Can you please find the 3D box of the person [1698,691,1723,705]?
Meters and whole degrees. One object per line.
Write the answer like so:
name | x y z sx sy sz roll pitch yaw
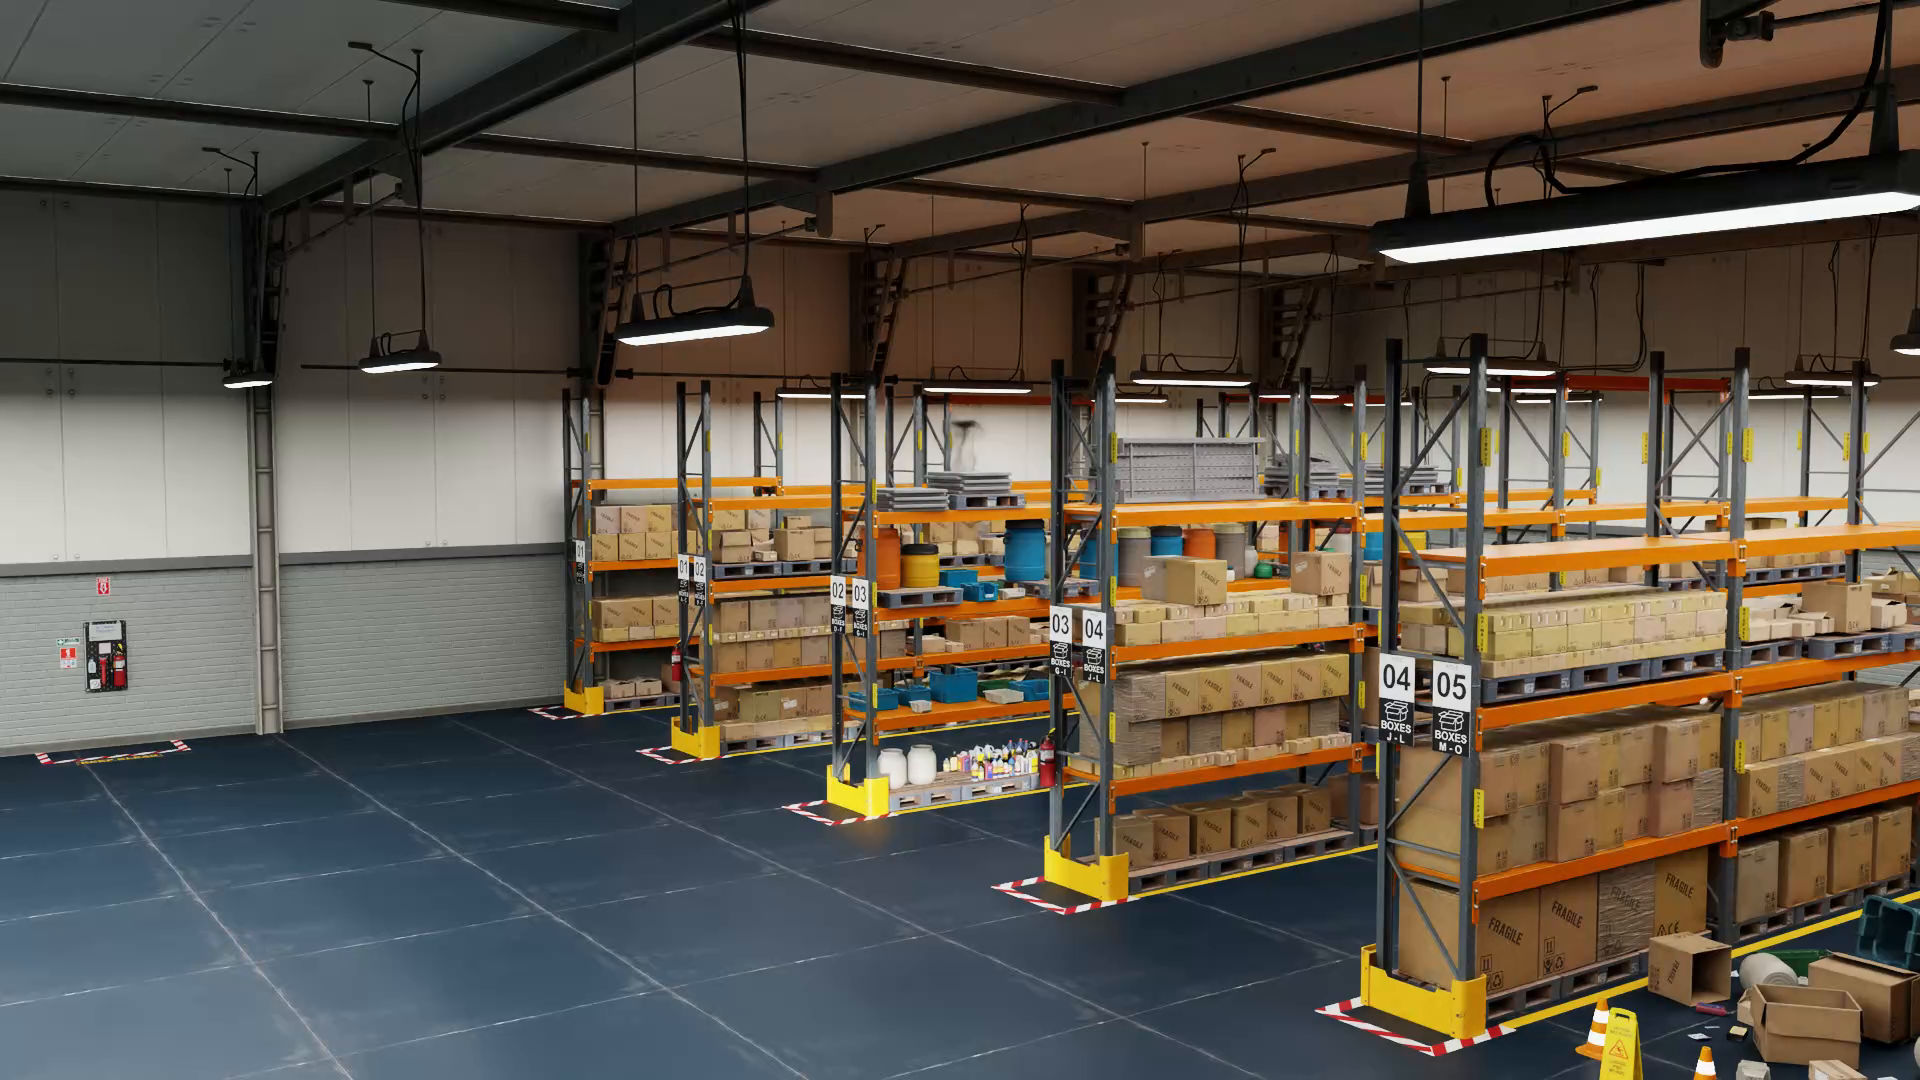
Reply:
person | 10.453 2.818 23.072 0.778 1.759 0.681 -2 4 -34
